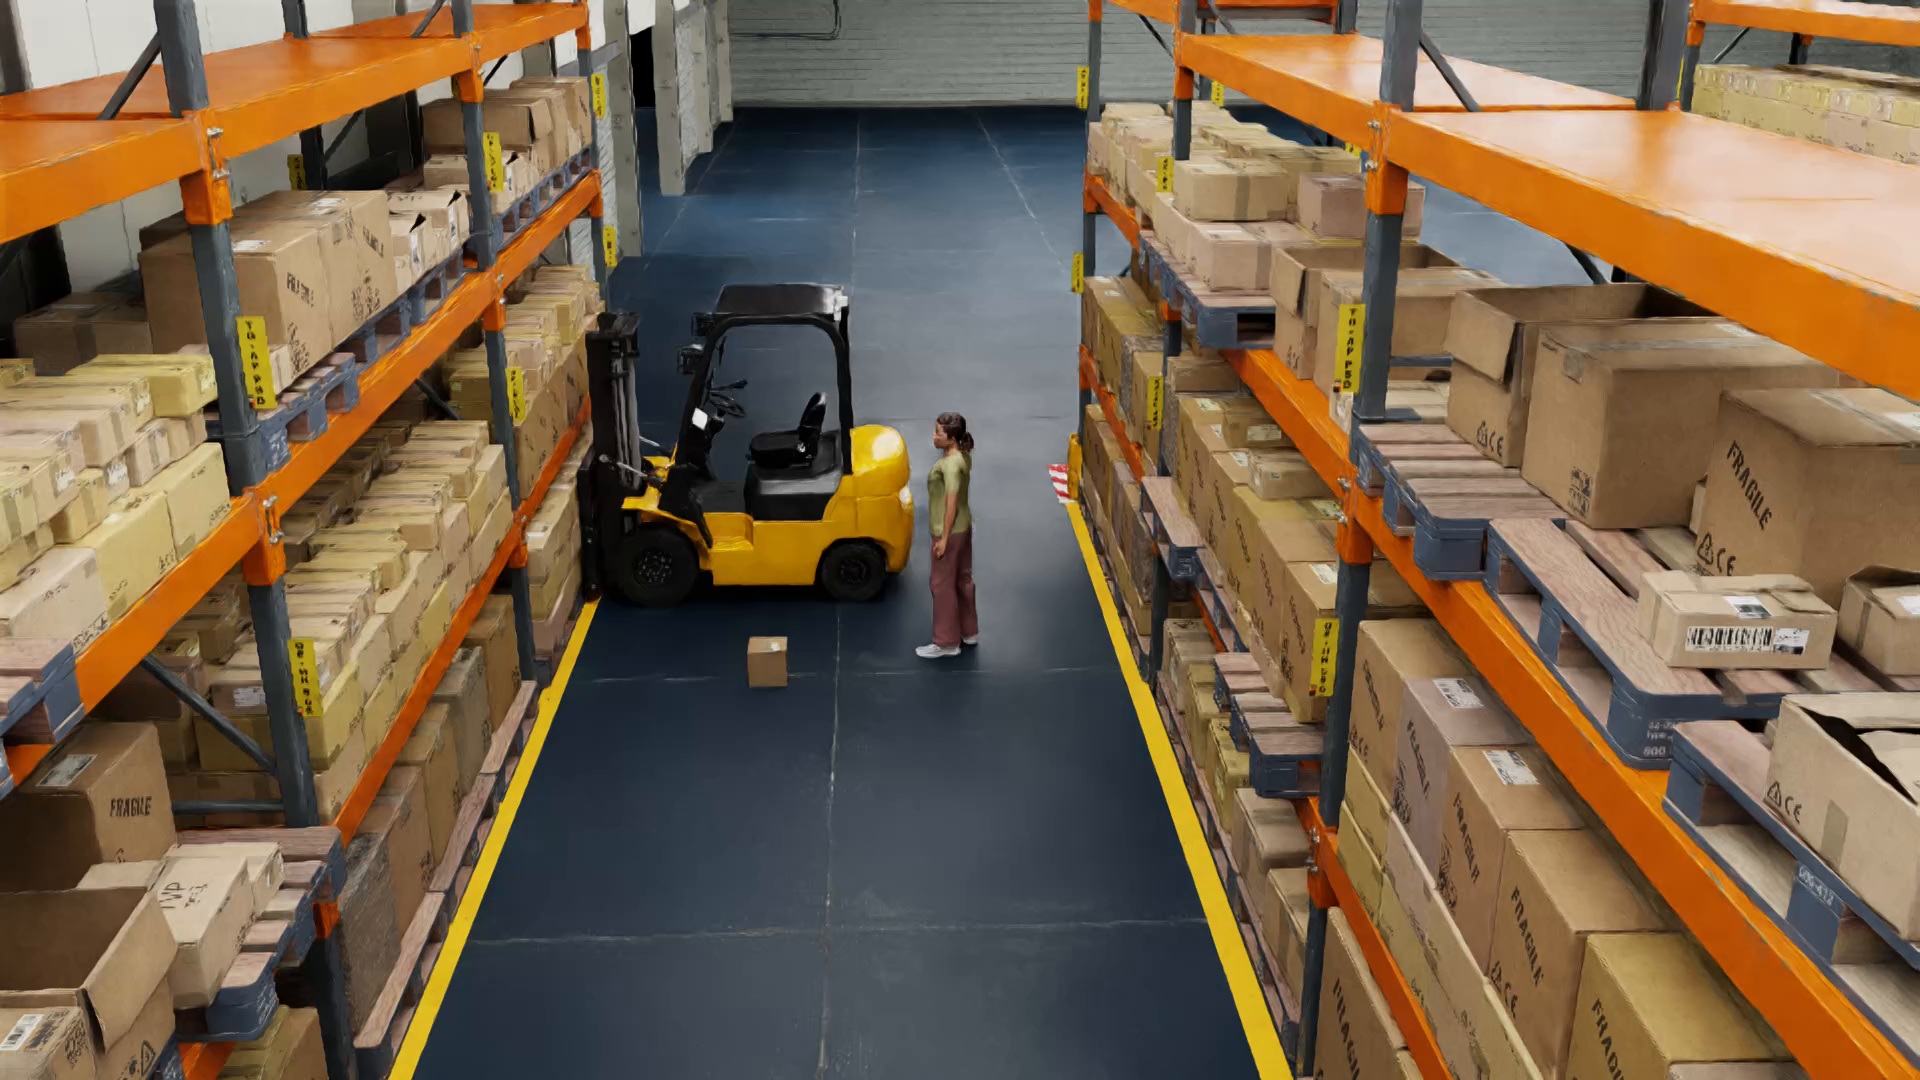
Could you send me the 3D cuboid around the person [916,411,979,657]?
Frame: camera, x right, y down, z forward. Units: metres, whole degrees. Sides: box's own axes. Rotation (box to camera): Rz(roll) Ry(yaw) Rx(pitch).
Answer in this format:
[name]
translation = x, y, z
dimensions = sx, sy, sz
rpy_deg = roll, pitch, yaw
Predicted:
[person]
translation = -0.075, -0.012, 11.179
dimensions = 0.366, 1.592, 0.538
rpy_deg = 6, 21, 14
